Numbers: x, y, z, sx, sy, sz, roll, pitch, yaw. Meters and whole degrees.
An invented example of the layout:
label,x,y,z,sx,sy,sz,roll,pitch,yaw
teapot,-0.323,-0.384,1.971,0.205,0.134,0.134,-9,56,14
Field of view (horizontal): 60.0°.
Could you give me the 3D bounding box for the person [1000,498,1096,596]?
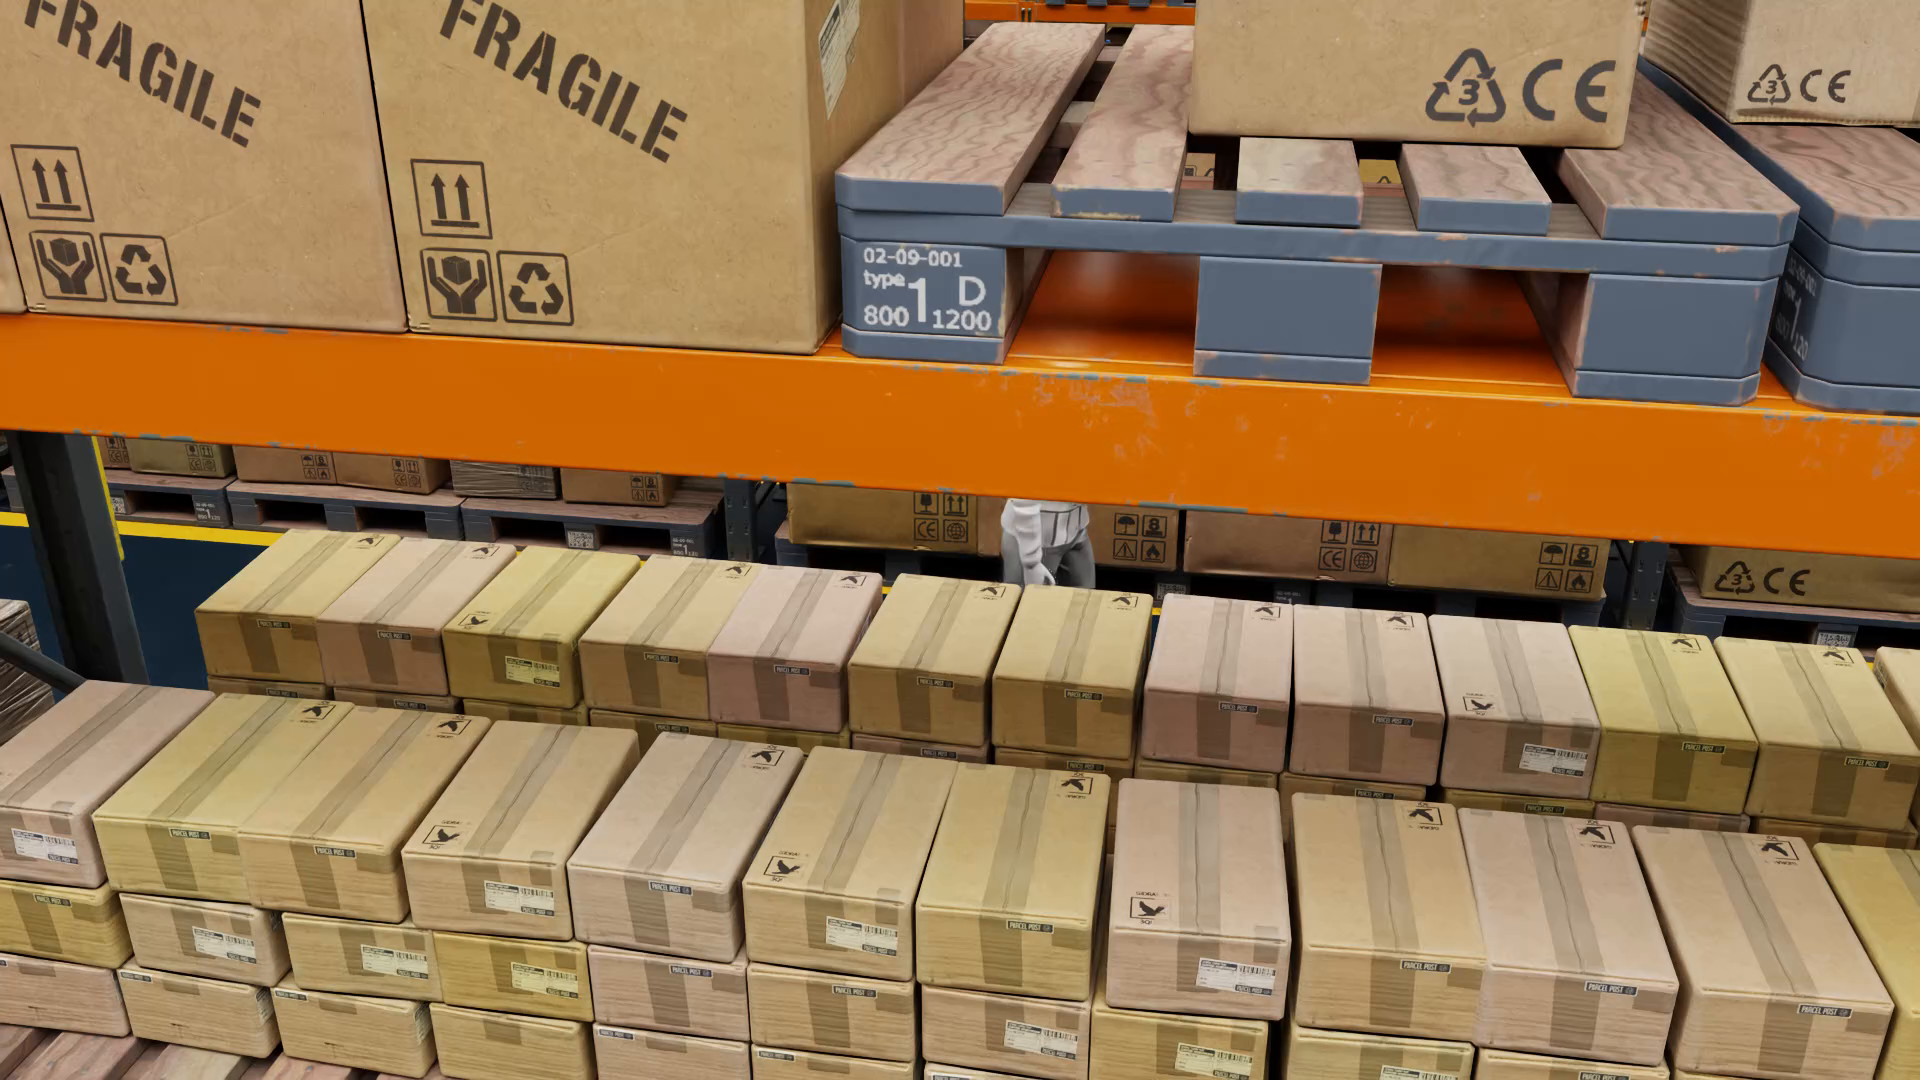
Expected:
label,x,y,z,sx,sy,sz,roll,pitch,yaw
person,0.375,-0.002,6.076,0.642,1.663,0.520,11,27,23
